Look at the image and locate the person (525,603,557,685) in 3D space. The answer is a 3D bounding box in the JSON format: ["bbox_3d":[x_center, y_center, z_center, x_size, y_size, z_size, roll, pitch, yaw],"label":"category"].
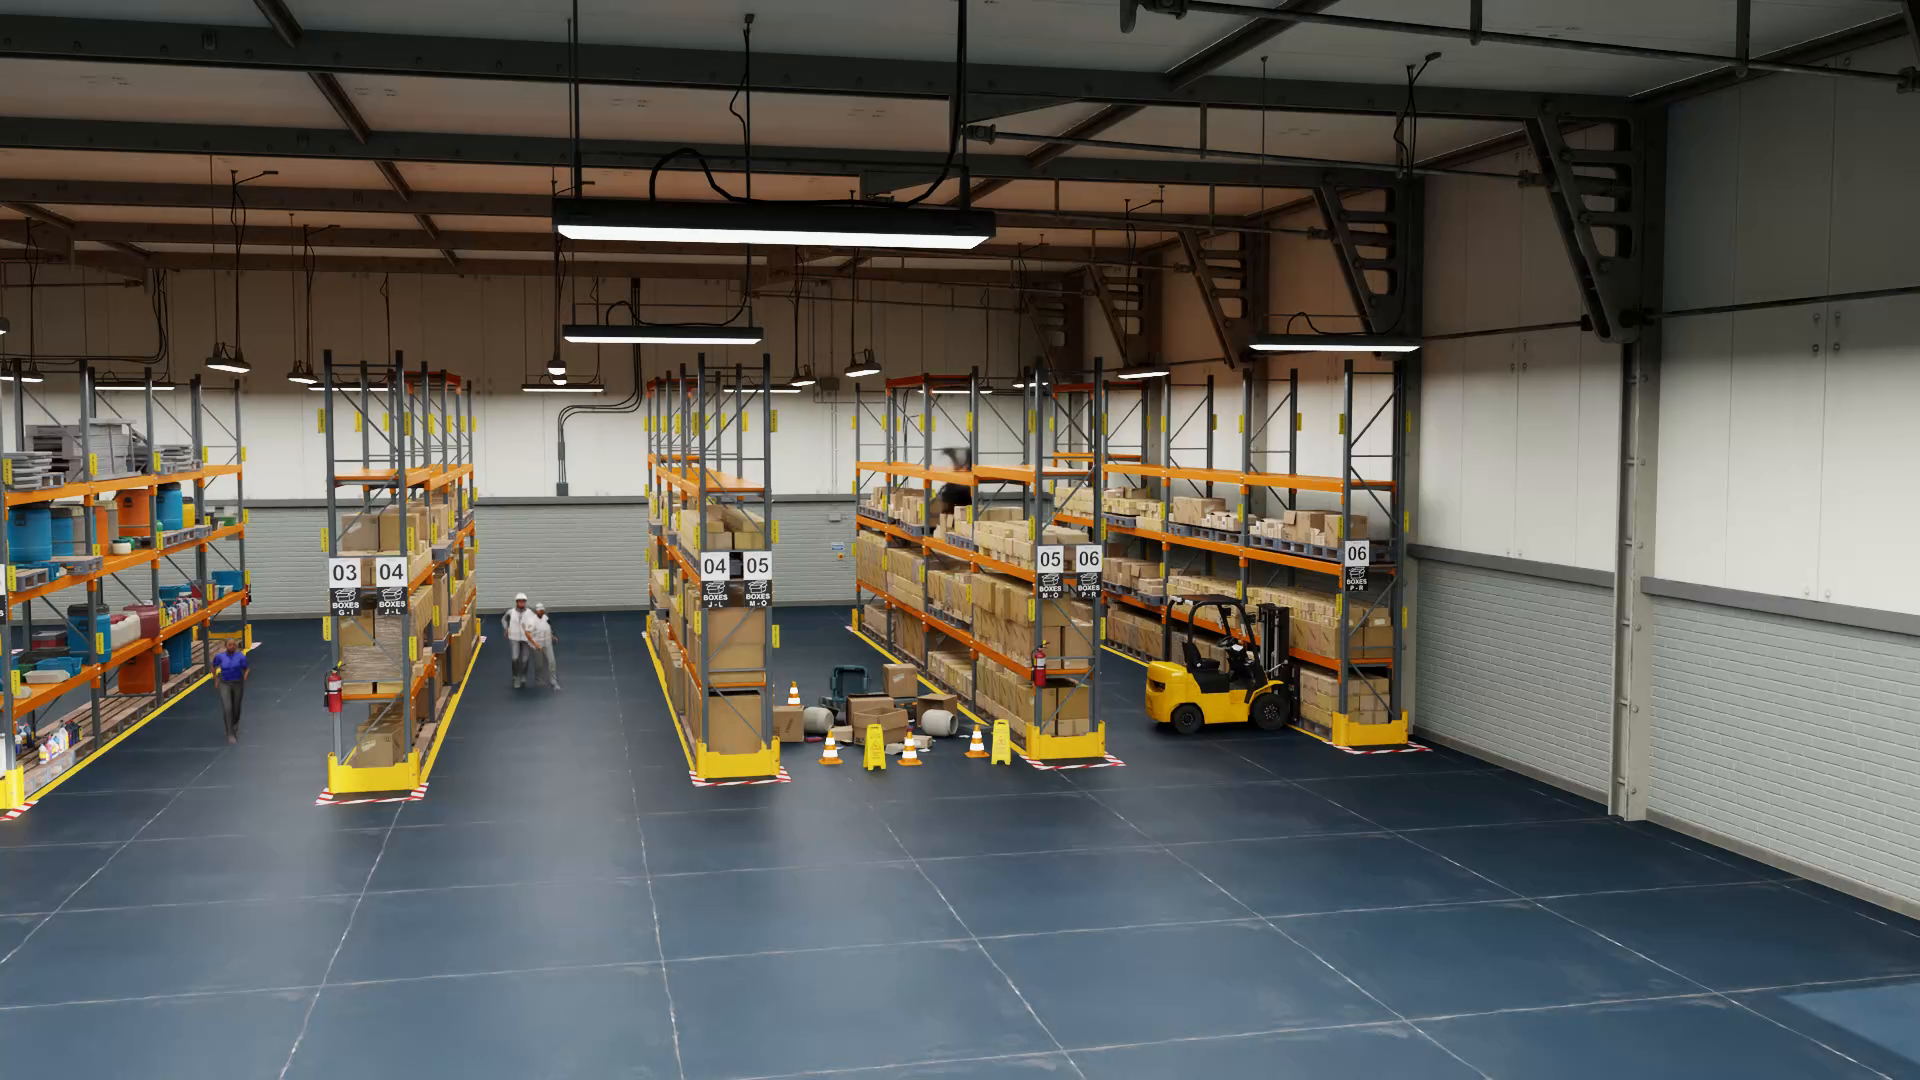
[{"bbox_3d":[-7.997,1.952,31.394,0.577,1.549,0.711,-3,5,-39],"label":"person"}]

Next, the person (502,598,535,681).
[{"bbox_3d":[-8.375,1.864,31.654,0.646,1.602,0.723,-1,4,-17],"label":"person"}]

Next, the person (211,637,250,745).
[{"bbox_3d":[-11.571,2.375,26.388,0.551,1.617,0.914,-2,5,-30],"label":"person"}]
